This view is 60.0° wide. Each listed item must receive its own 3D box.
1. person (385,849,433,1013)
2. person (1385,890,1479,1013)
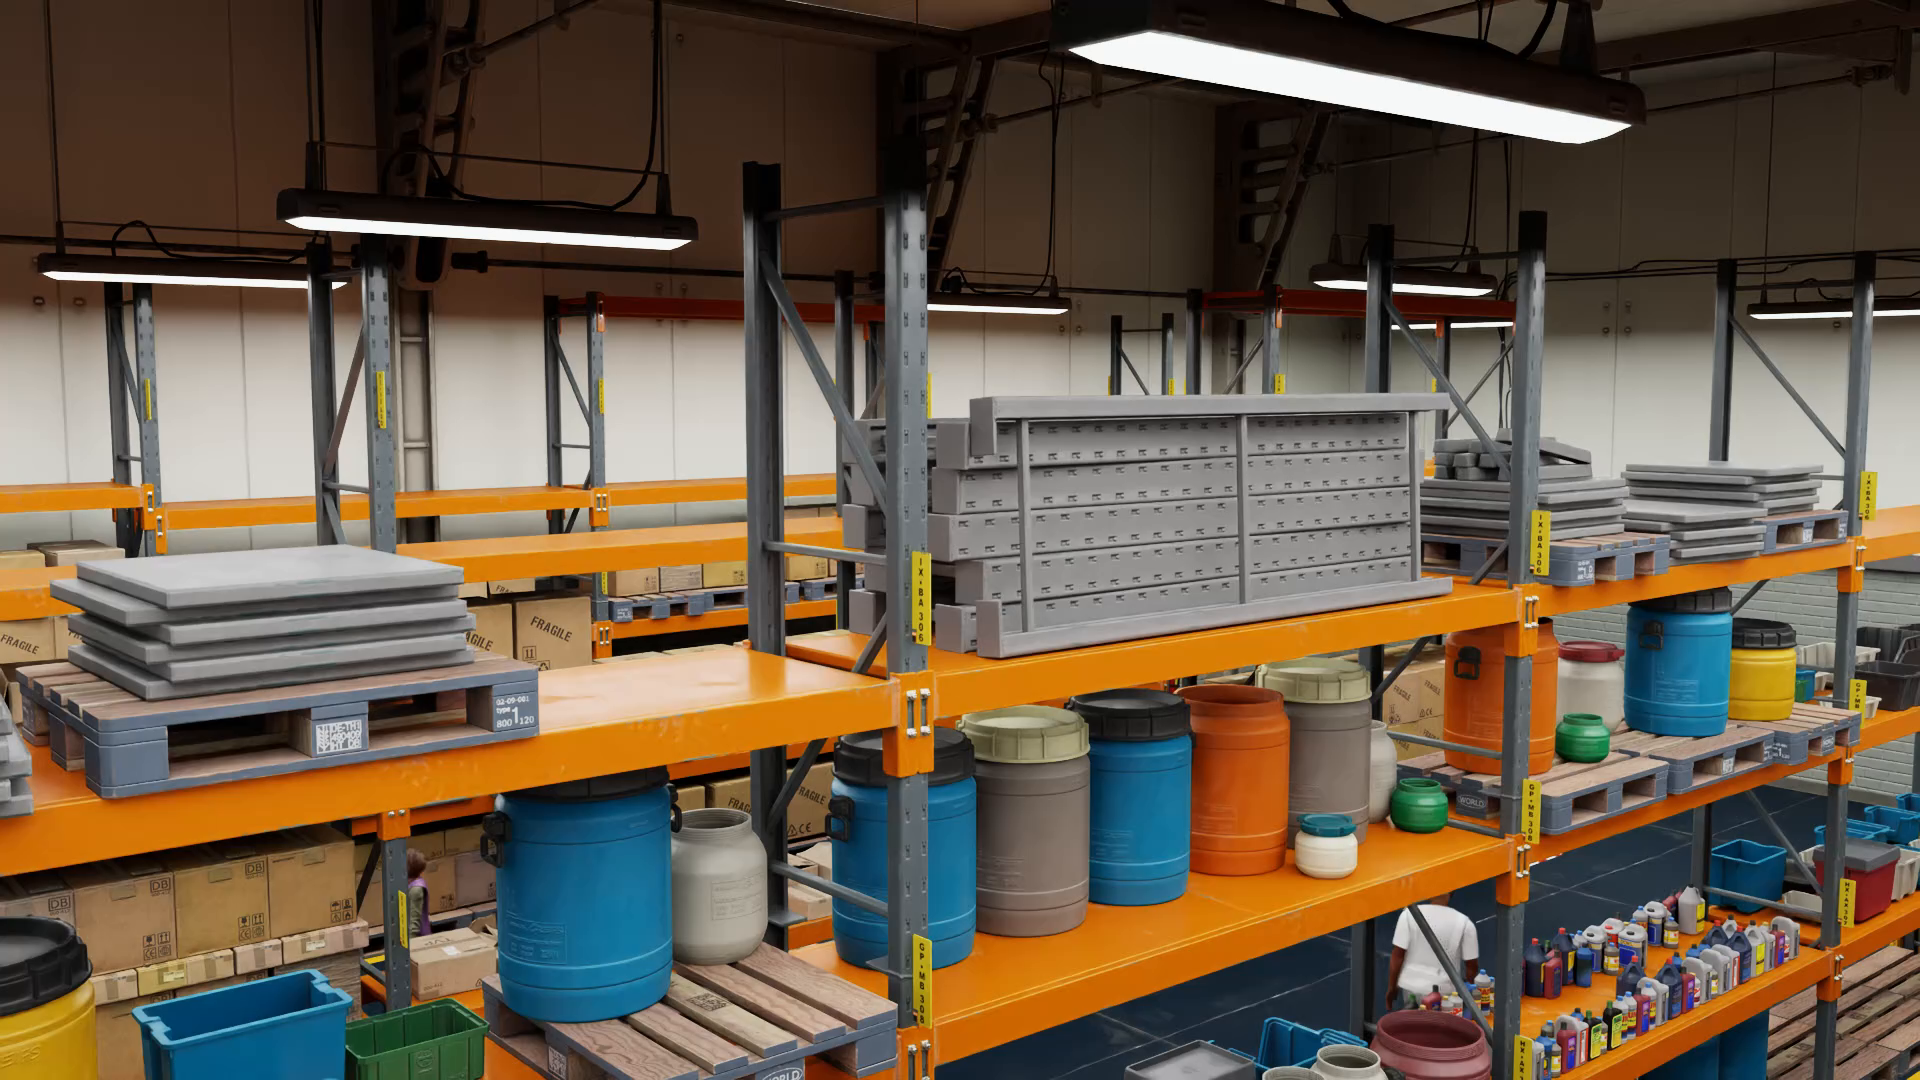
[{"bbox_3d":[-4.210,3.154,12.827,0.813,1.540,0.419,-3,6,-29],"label":"person"},{"bbox_3d":[3.303,3.196,11.630,0.548,1.808,0.602,5,8,44],"label":"person"}]
